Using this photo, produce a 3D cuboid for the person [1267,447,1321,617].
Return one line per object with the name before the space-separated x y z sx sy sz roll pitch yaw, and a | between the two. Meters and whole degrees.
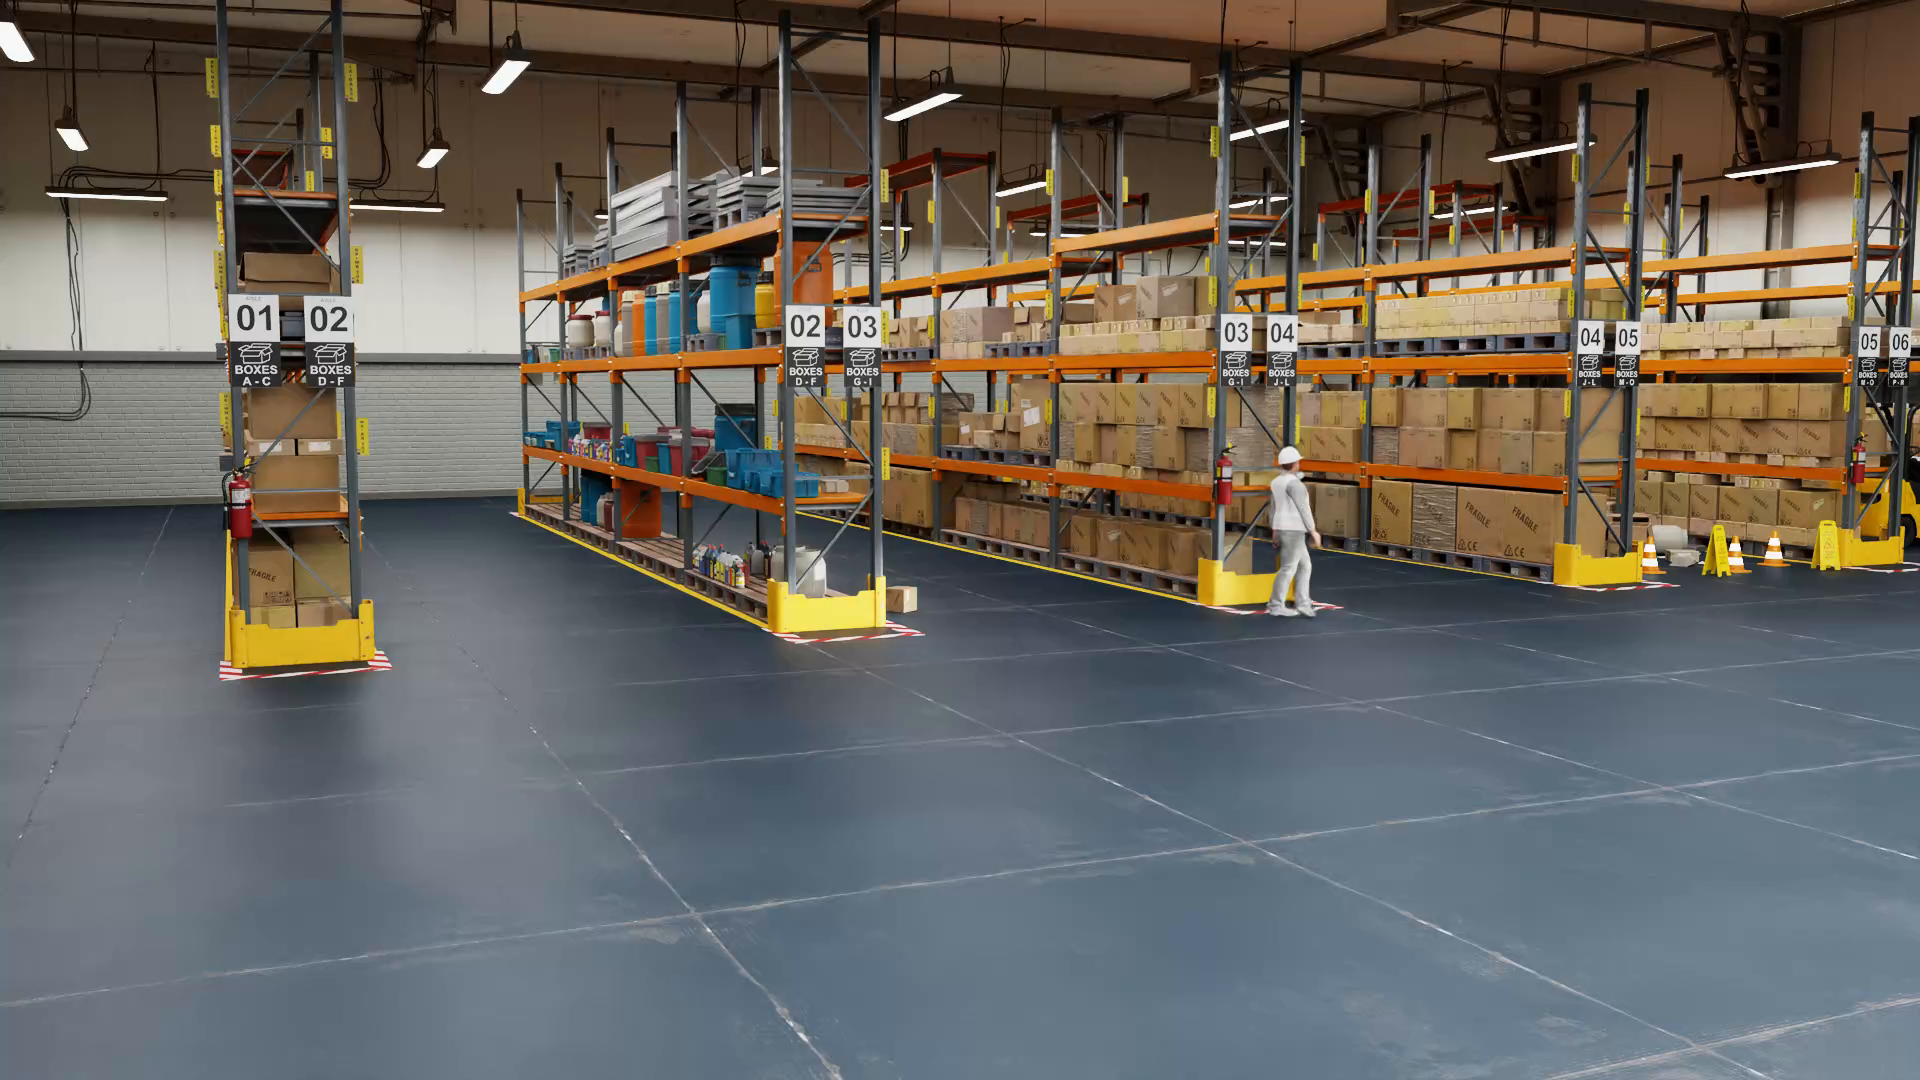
person | 3.499 -0.046 17.321 0.628 1.845 0.577 -1 5 -10
